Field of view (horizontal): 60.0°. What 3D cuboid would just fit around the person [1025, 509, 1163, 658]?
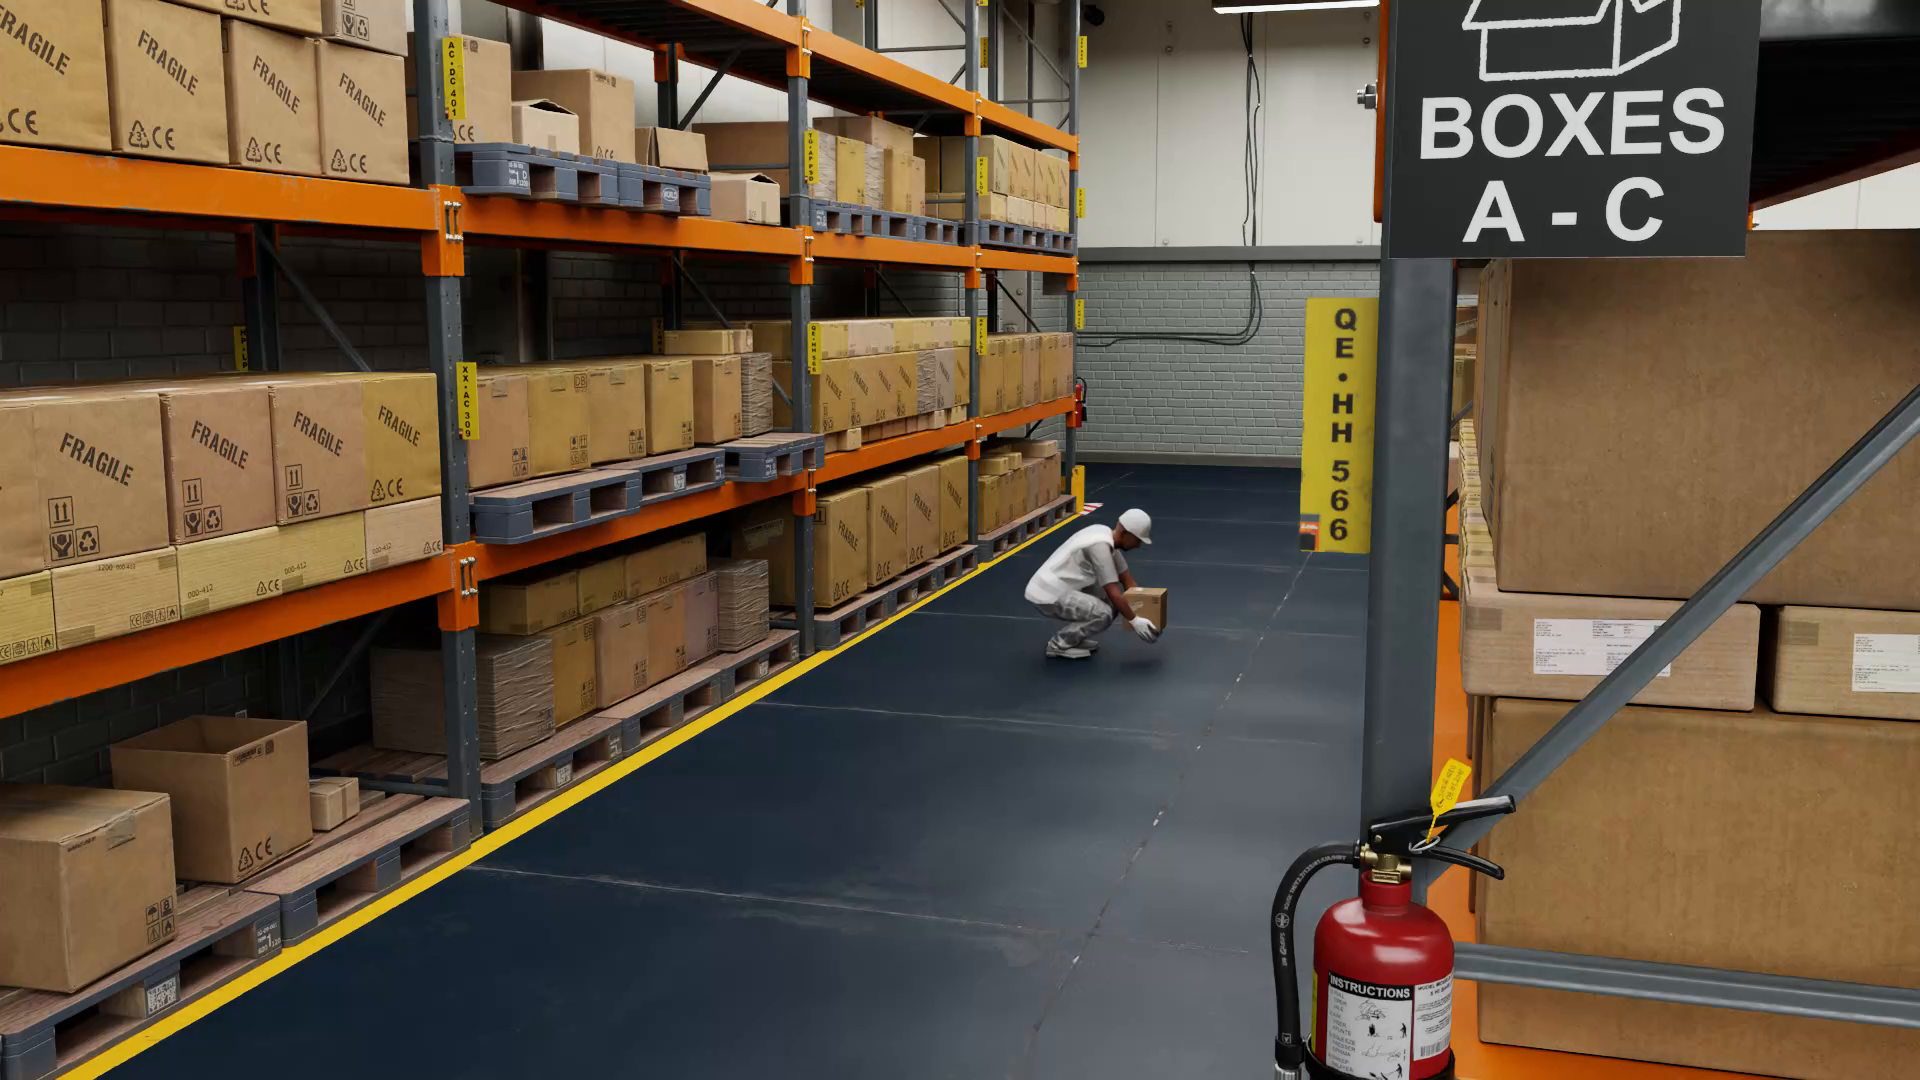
[{"bbox_3d":[0.905,0.283,11.103,0.893,0.992,0.566,2,9,16],"label":"person"}]
